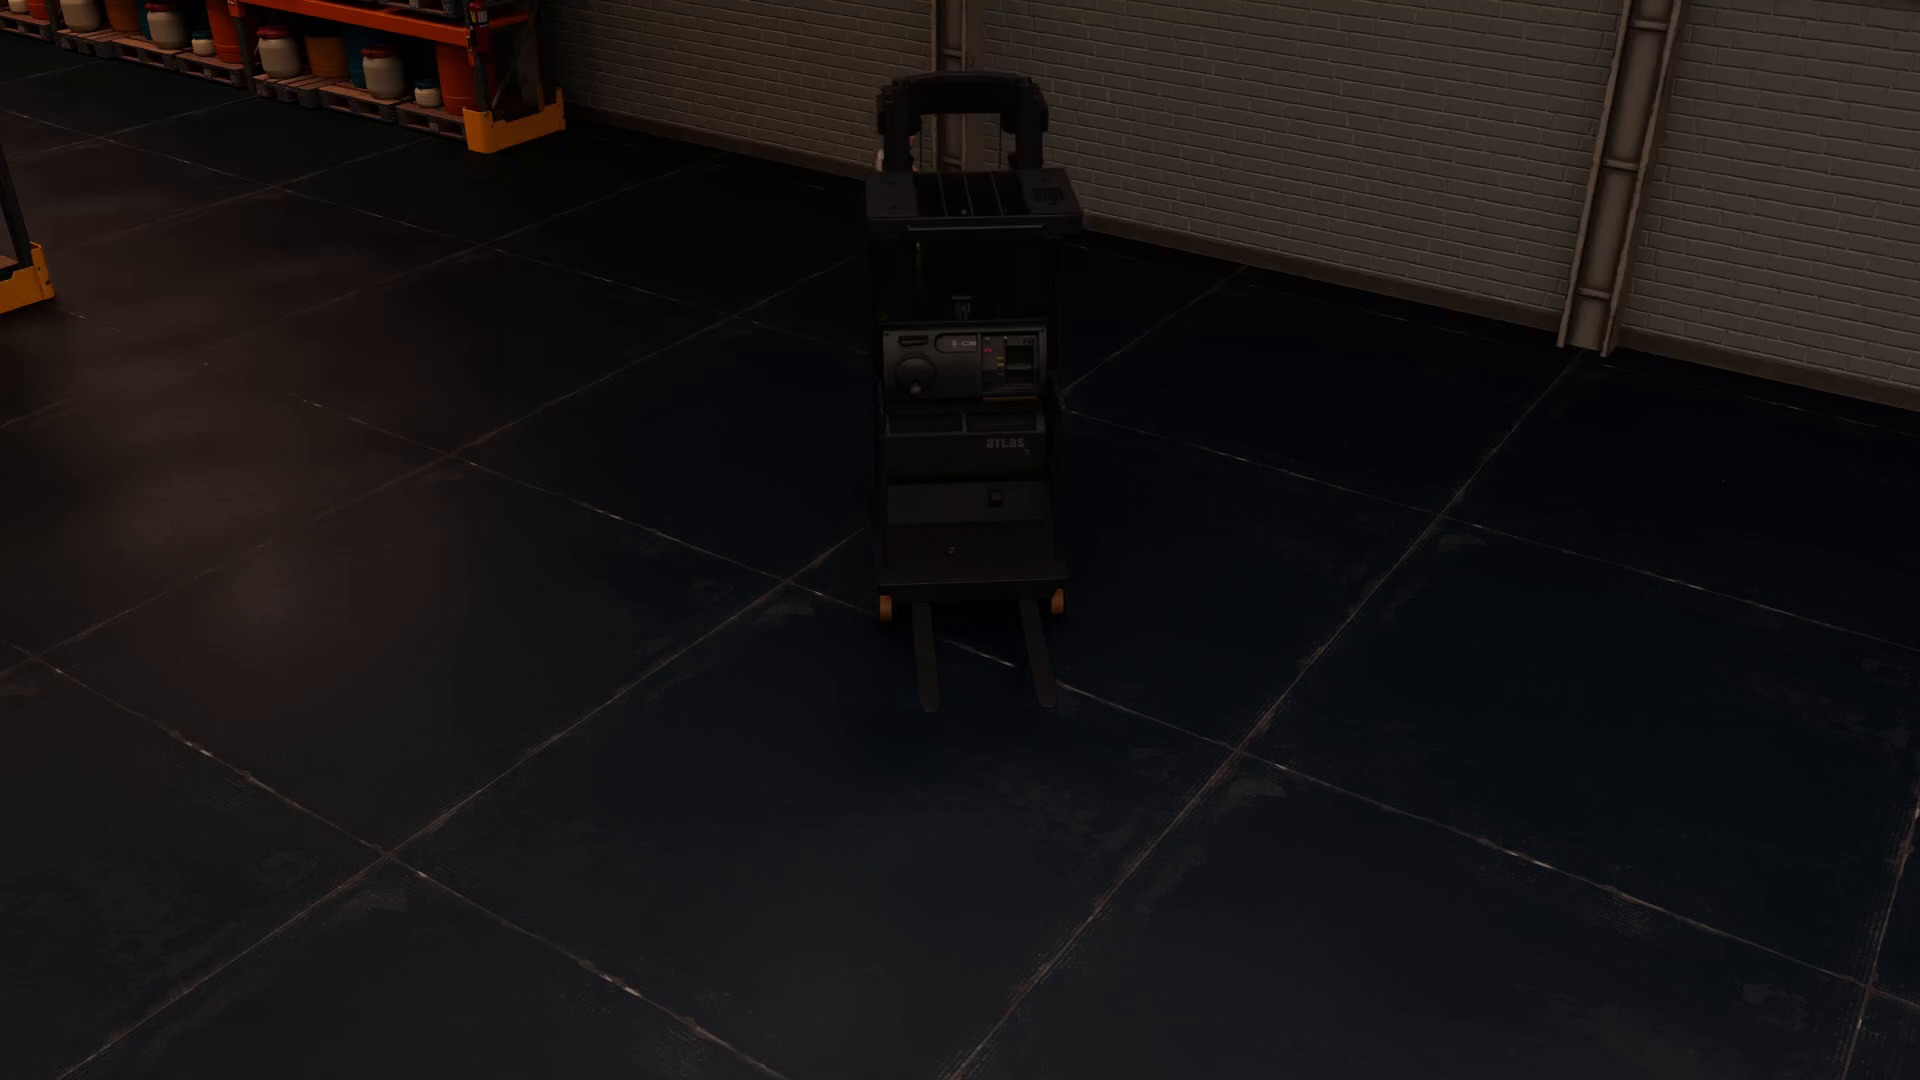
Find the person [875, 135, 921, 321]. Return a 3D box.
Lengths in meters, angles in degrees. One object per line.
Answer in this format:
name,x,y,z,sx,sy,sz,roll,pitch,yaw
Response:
person,-0.424,-2.434,12.914,0.403,1.791,0.671,-9,31,-15

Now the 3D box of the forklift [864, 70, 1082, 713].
forklift,0.046,-0.962,9.237,1.130,2.935,3.031,-2,30,-3
